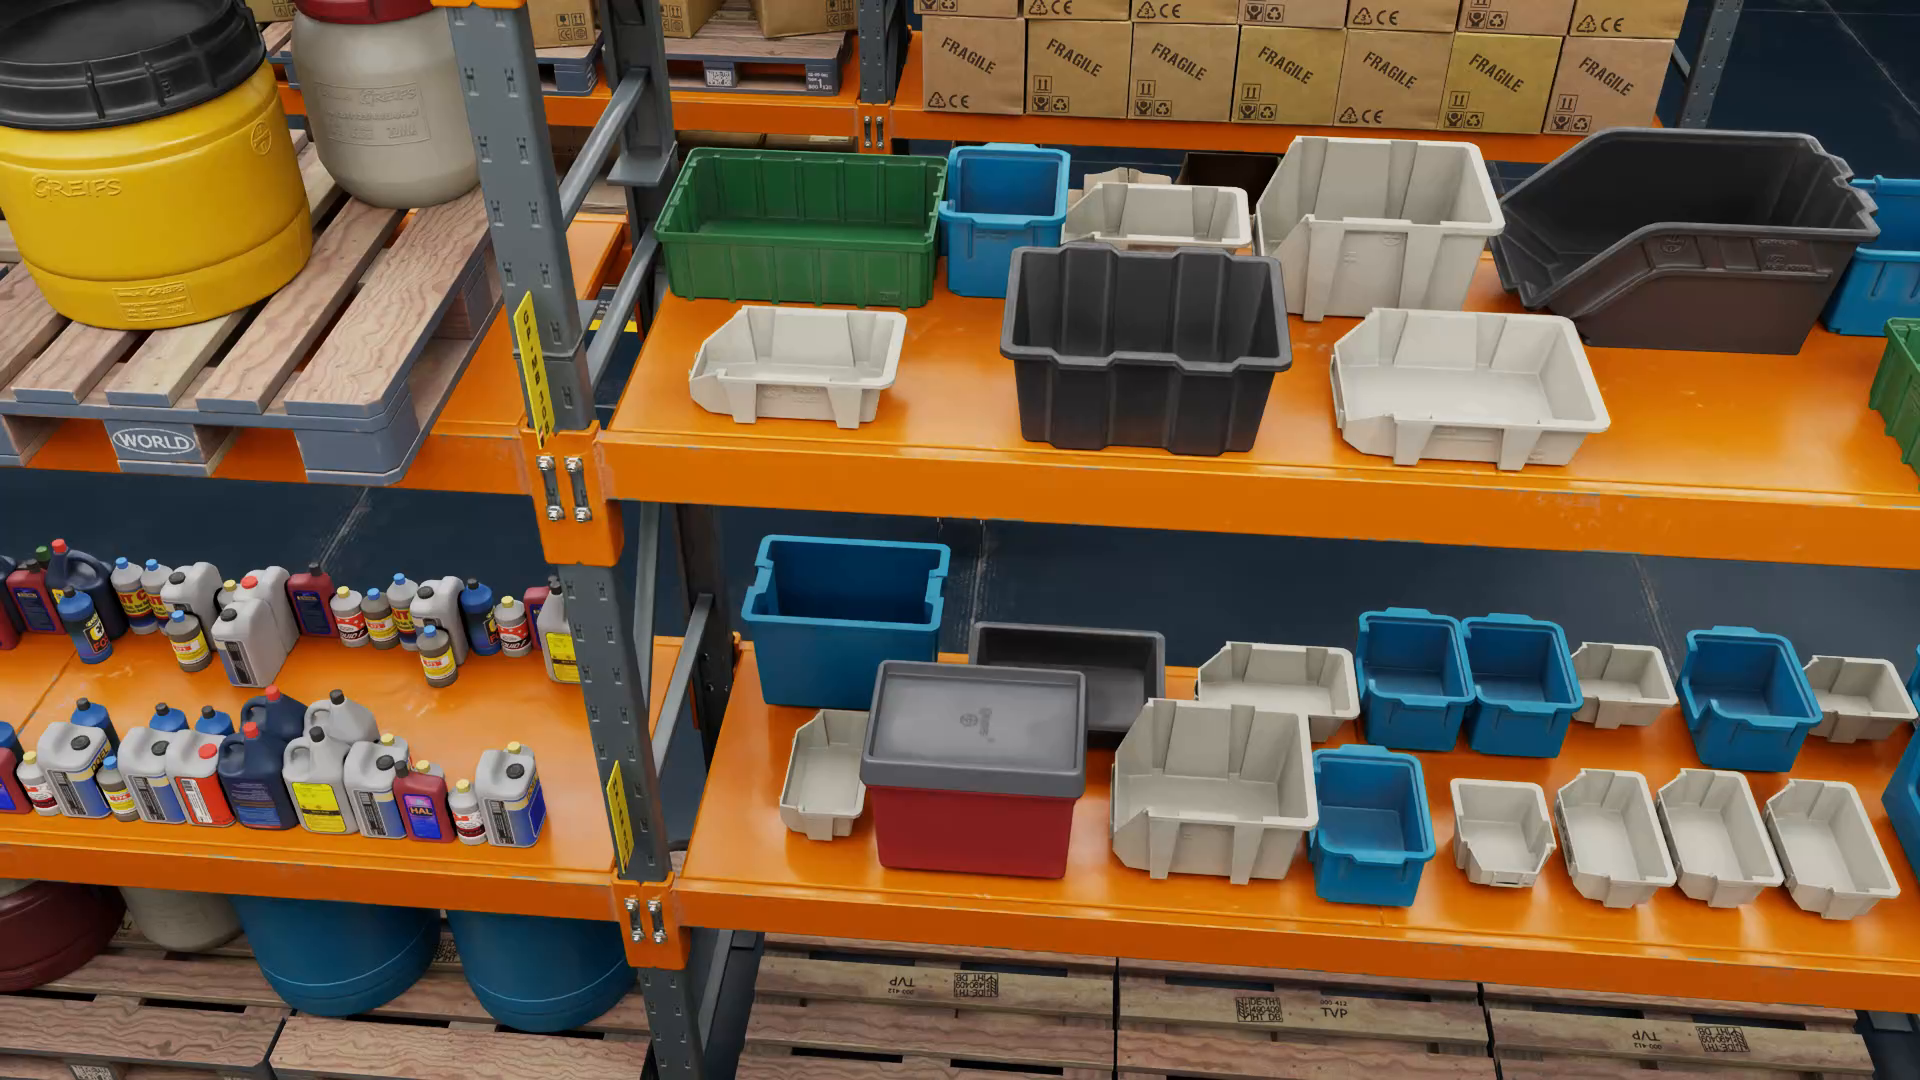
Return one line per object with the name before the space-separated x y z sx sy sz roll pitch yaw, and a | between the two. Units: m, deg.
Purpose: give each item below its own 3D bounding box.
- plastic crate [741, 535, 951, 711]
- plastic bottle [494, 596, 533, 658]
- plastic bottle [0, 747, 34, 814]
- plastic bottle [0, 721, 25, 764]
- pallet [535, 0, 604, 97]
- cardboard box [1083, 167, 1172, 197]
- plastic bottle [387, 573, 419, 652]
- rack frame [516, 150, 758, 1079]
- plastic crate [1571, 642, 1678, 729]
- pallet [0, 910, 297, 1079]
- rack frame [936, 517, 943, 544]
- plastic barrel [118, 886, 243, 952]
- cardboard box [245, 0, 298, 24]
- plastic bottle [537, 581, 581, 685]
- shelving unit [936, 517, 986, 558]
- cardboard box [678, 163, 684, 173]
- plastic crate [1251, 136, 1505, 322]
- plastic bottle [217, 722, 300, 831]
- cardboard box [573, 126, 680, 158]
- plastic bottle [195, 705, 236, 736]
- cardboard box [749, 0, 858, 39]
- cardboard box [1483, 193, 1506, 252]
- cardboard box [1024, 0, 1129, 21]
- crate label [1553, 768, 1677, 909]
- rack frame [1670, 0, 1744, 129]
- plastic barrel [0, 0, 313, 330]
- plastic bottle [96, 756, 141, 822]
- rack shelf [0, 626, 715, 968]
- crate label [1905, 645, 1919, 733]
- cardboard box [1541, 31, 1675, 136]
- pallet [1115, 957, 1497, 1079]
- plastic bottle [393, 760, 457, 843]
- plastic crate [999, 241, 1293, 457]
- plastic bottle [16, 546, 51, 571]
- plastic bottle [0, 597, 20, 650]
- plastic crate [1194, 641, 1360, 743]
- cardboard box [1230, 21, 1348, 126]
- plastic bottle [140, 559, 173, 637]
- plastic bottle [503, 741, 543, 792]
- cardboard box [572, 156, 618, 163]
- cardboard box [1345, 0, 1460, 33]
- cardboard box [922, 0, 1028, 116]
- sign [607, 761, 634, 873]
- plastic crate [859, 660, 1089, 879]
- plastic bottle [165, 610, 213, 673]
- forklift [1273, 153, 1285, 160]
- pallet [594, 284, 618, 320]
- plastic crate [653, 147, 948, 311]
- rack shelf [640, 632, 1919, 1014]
plastic crate | -0.329 0.270 5.008 0.575 0.384 0.392 3 39 4
plastic bottle | -1.401 0.263 5.209 0.097 0.201 0.097 0 39 0
plastic bottle | -2.710 0.652 4.666 0.133 0.283 0.061 3 39 4
plastic bottle | -2.721 0.606 4.732 0.097 0.271 0.097 0 39 0
pallet | -2.439 -2.680 8.818 1.213 0.211 1.003 3 39 4
cardboard box | 0.947 -1.874 9.457 0.500 0.311 0.500 3 39 4
plastic bottle | -1.729 0.217 5.209 0.097 0.271 0.097 0 39 0
rack frame | -0.823 0.476 4.789 0.127 3.000 1.000 3 39 4
plastic crate | 1.956 0.446 4.988 0.298 0.136 0.250 3 39 4
pallet | -2.807 1.424 5.833 1.213 0.211 1.003 3 39 4
rack frame | -0.093 -0.354 7.472 0.006 0.900 0.240 3 39 4
plastic barrel | -2.624 1.112 5.646 0.421 0.512 0.421 0 39 0
cardboard box | -3.740 -3.095 8.765 0.500 0.500 0.700 -9 40 -11
plastic bottle | -1.186 0.270 5.082 0.185 0.351 0.144 3 39 4
shelving unit | 0.008 -0.349 7.465 0.210 0.900 0.258 3 39 4
cardboard box | -1.400 -1.719 9.118 0.500 0.500 0.500 3 39 4
plastic crate | 0.980 -0.739 3.999 0.530 0.282 0.437 3 39 4
plastic bottle | -1.951 0.641 4.626 0.185 0.351 0.144 3 39 4
cardboard box | -1.849 -2.365 9.317 0.500 0.250 0.500 3 39 4
plastic bottle | -2.118 0.581 4.762 0.097 0.271 0.097 0 39 0
cardboard box | -0.845 -3.007 8.657 0.500 0.500 0.700 -9 40 -11
cardboard box | 3.030 -1.497 8.845 0.500 0.500 0.500 3 39 4
cardboard box | 0.567 -2.835 7.986 0.500 0.500 0.500 2 39 2
crate label | 1.767 0.817 4.531 0.243 0.136 0.396 3 39 4
rack frame | 3.593 -2.421 8.349 0.127 3.000 1.000 3 39 4
plastic barrel | -1.750 -0.845 3.555 0.600 0.588 0.600 0 39 0
plastic bottle | -2.362 0.691 4.682 0.097 0.201 0.097 0 39 0
rack shelf | -2.816 0.646 5.150 4.000 0.370 1.077 3 39 4
crate label | 2.944 0.515 4.826 0.303 0.233 0.416 3 39 4
cardboard box | 3.123 -2.313 8.137 0.500 0.500 0.500 4 39 5
pallet | 1.131 1.638 5.571 1.213 0.211 1.003 3 39 4
plastic bottle | -1.478 0.719 4.583 0.133 0.283 0.061 3 39 4
plastic crate | 0.391 -0.397 3.589 0.590 0.269 0.497 3 39 4
plastic bottle | -2.913 0.137 5.299 0.133 0.283 0.061 3 39 4
plastic bottle | -3.058 0.220 5.196 0.133 0.283 0.061 3 39 4
plastic crate | 0.938 0.461 4.969 0.466 0.136 0.293 3 39 4
cardboard box | 1.608 -2.398 8.240 0.500 0.500 0.500 3 39 3
plastic bottle | -2.518 0.174 5.262 0.097 0.271 0.097 0 39 0
plastic bottle | -1.252 0.655 4.726 0.097 0.201 0.097 0 39 0
cardboard box | -1.883 -2.074 9.554 0.500 0.500 0.500 4 39 4
cardboard box | 2.106 -2.752 7.883 0.500 0.500 0.500 4 39 5
cardboard box | 0.092 -2.479 8.340 0.500 0.500 0.500 4 39 5
sign | -0.873 0.714 4.277 0.005 0.325 0.100 3 39 4
plastic crate | 0.045 0.634 4.497 0.583 0.464 0.402 3 39 4
plastic bottle | -2.397 0.304 5.157 0.097 0.201 0.097 0 39 0
forklift | 1.382 -4.310 10.724 3.031 2.935 1.130 26 46 28
pallet | -2.424 -1.643 9.601 1.213 0.211 1.003 3 39 4
plastic crate | -0.375 -0.772 4.114 0.662 0.188 0.450 3 39 4
rack shelf | 1.169 0.864 4.883 4.000 0.370 1.077 3 39 4
